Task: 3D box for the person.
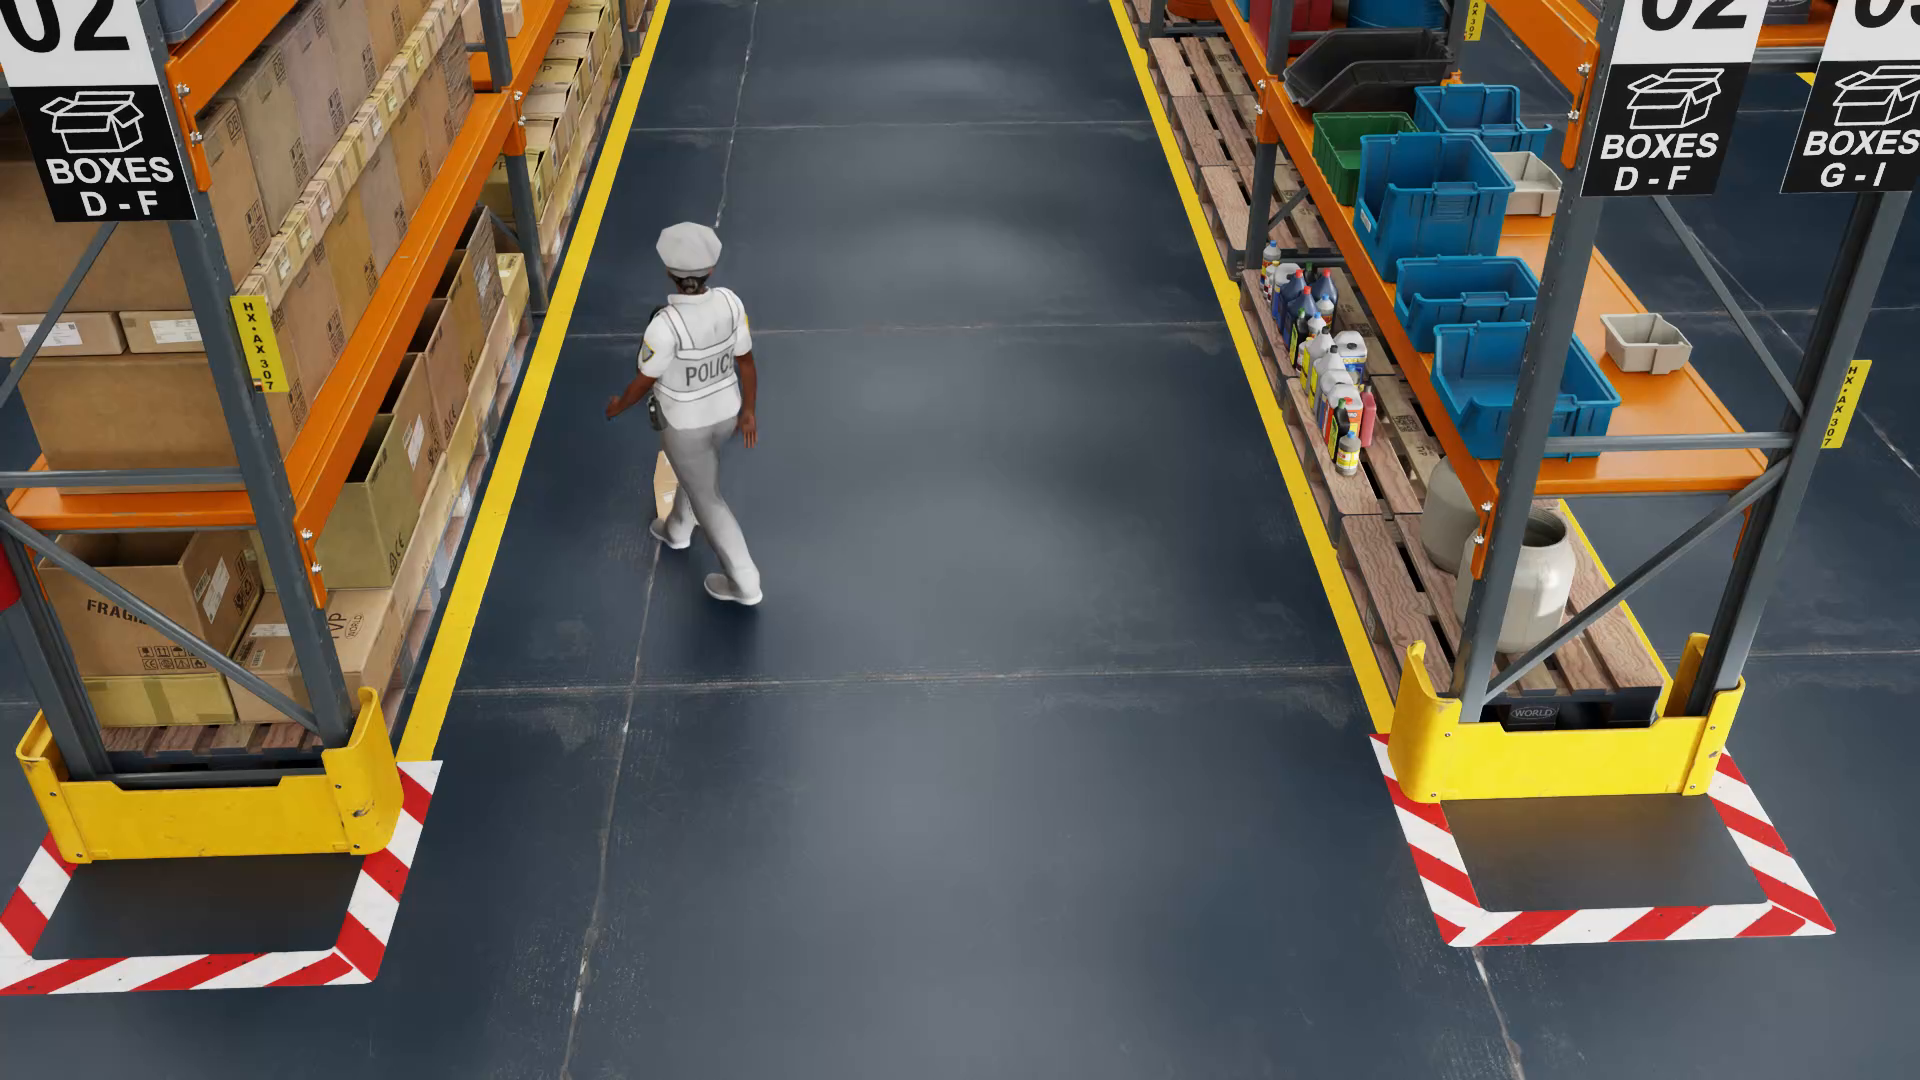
[{"bbox_3d":[-1.162,-0.539,6.875,0.815,1.665,0.481,25,43,31],"label":"person"}]
